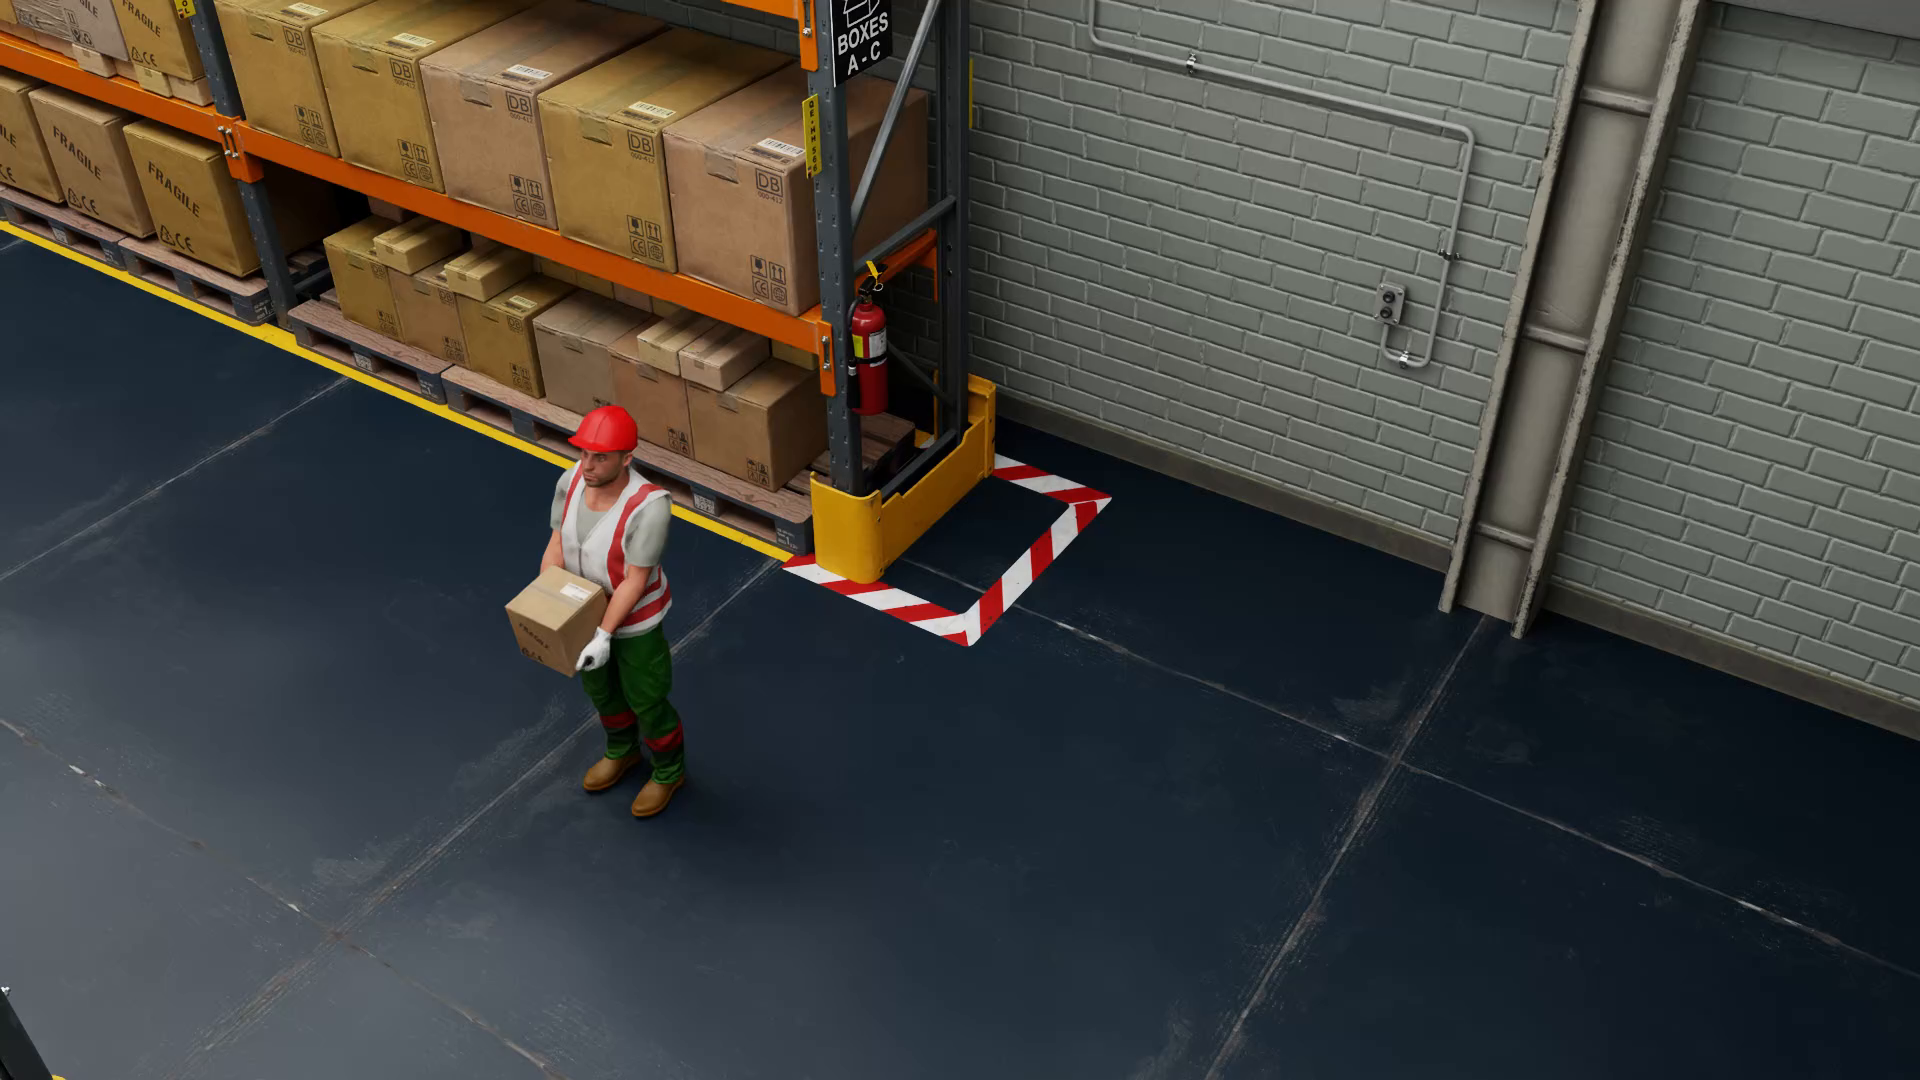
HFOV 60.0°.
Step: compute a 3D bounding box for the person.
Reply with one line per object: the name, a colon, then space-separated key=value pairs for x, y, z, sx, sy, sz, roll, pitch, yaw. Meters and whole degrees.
person: x=-1.337 y=0.331 z=6.240 sx=0.500 sy=1.787 sz=0.560 roll=21 pitch=43 yaw=25
